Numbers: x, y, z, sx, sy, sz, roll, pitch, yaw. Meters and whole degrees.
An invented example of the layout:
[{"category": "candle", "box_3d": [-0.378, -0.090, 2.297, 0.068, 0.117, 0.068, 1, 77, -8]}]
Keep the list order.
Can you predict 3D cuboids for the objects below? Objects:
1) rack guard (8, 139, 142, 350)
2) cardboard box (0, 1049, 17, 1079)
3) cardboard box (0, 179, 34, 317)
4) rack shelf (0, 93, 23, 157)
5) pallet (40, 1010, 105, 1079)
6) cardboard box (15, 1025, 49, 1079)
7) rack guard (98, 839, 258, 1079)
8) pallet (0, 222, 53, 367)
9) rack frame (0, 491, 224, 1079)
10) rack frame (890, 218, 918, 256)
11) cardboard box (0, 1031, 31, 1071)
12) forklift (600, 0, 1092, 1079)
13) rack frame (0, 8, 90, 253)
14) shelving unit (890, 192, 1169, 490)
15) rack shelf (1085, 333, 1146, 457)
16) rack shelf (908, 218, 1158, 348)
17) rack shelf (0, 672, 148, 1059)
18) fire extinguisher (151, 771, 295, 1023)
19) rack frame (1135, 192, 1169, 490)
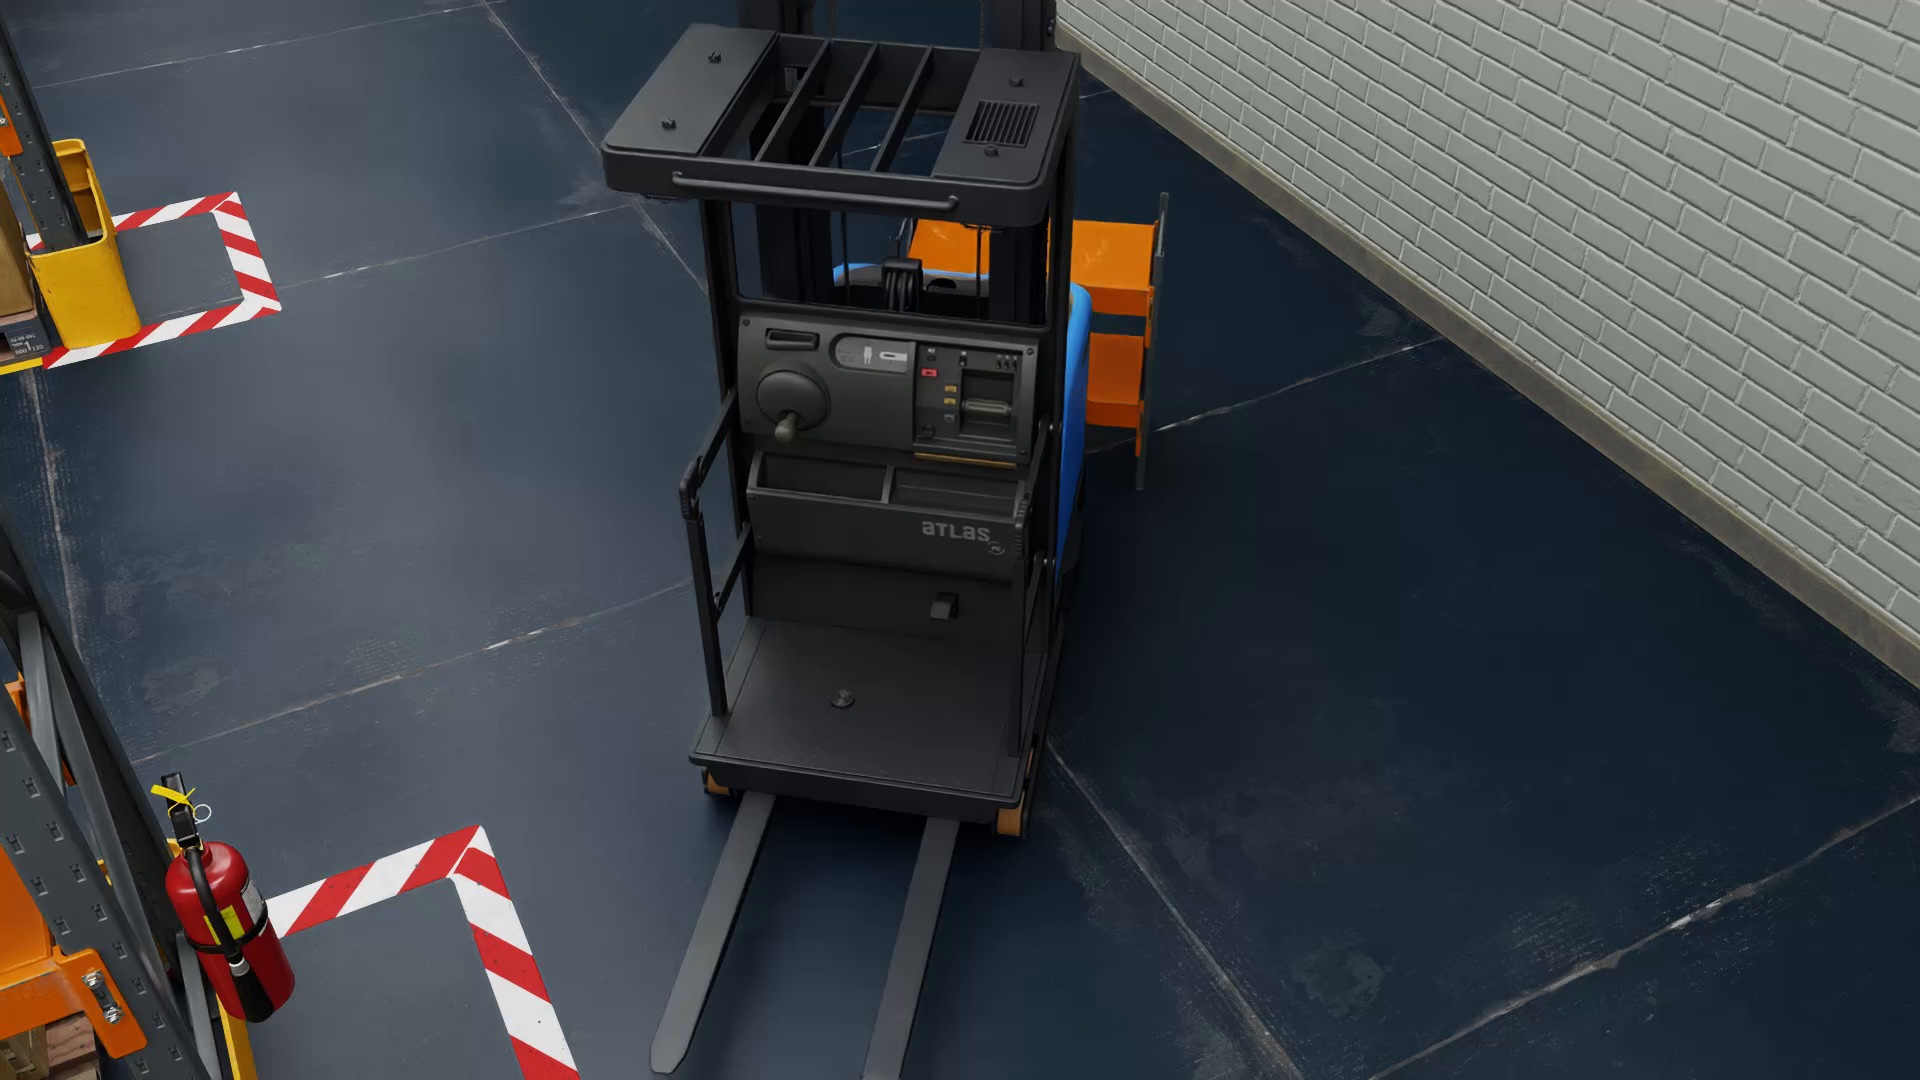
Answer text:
[{"category": "rack guard", "box_3d": [-4.307, -1.455, 8.082, 0.348, 0.500, 1.175, -19, 44, -21]}, {"category": "cardboard box", "box_3d": [-2.480, 1.475, 4.107, 0.250, 0.149, 0.380, -18, 43, -20]}, {"category": "cardboard box", "box_3d": [-4.859, -1.514, 7.536, 0.875, 0.875, 0.875, -19, 44, -21]}, {"category": "rack shelf", "box_3d": [-6.102, -1.530, 6.793, 4.000, 0.370, 1.077, -19, 44, -21]}, {"category": "pallet", "box_3d": [-2.931, 1.780, 4.484, 1.213, 0.211, 1.003, -19, 44, -21]}, {"category": "cardboard box", "box_3d": [-2.740, 1.372, 4.690, 0.250, 0.149, 0.380, -18, 43, -20]}, {"category": "rack guard", "box_3d": [-2.194, 1.448, 4.653, 0.348, 0.500, 1.175, -19, 44, -21]}, {"category": "pallet", "box_3d": [-5.002, -1.054, 7.832, 1.213, 0.211, 1.003, -19, 44, -21]}, {"category": "rack frame", "box_3d": [-2.127, 0.471, 3.872, 0.127, 3.000, 1.000, -19, 44, -21]}, {"category": "rack frame", "box_3d": [-0.221, -0.888, 6.929, 0.032, 1.125, 0.500, 5, 41, 6]}, {"category": "cardboard box", "box_3d": [-2.710, 1.294, 4.550, 0.250, 0.149, 0.380, -17, 43, -19]}, {"category": "forklift", "box_3d": [-0.264, -0.386, 4.937, 1.130, 2.935, 3.031, 7, 41, 8]}, {"category": "rack frame", "box_3d": [-4.329, -2.402, 7.265, 0.127, 3.000, 1.000, -19, 44, -21]}, {"category": "shelving unit", "box_3d": [0.282, -0.845, 6.877, 1.048, 1.125, 0.538, 5, 41, 6]}, {"category": "rack shelf", "box_3d": [0.282, -0.658, 7.035, 1.000, 0.278, 0.538, 5, 41, 6]}, {"category": "rack shelf", "box_3d": [0.282, -1.068, 6.688, 1.000, 0.278, 0.538, 5, 41, 6]}, {"category": "rack shelf", "box_3d": [-3.901, 1.342, 3.399, 4.000, 0.370, 1.077, -19, 44, -21]}, {"category": "fire extinguisher", "box_3d": [-1.690, 0.832, 3.794, 0.183, 0.674, 0.296, -19, 44, -21]}, {"category": "rack frame", "box_3d": [0.786, -0.801, 6.825, 0.032, 1.125, 0.500, 5, 41, 6]}]
